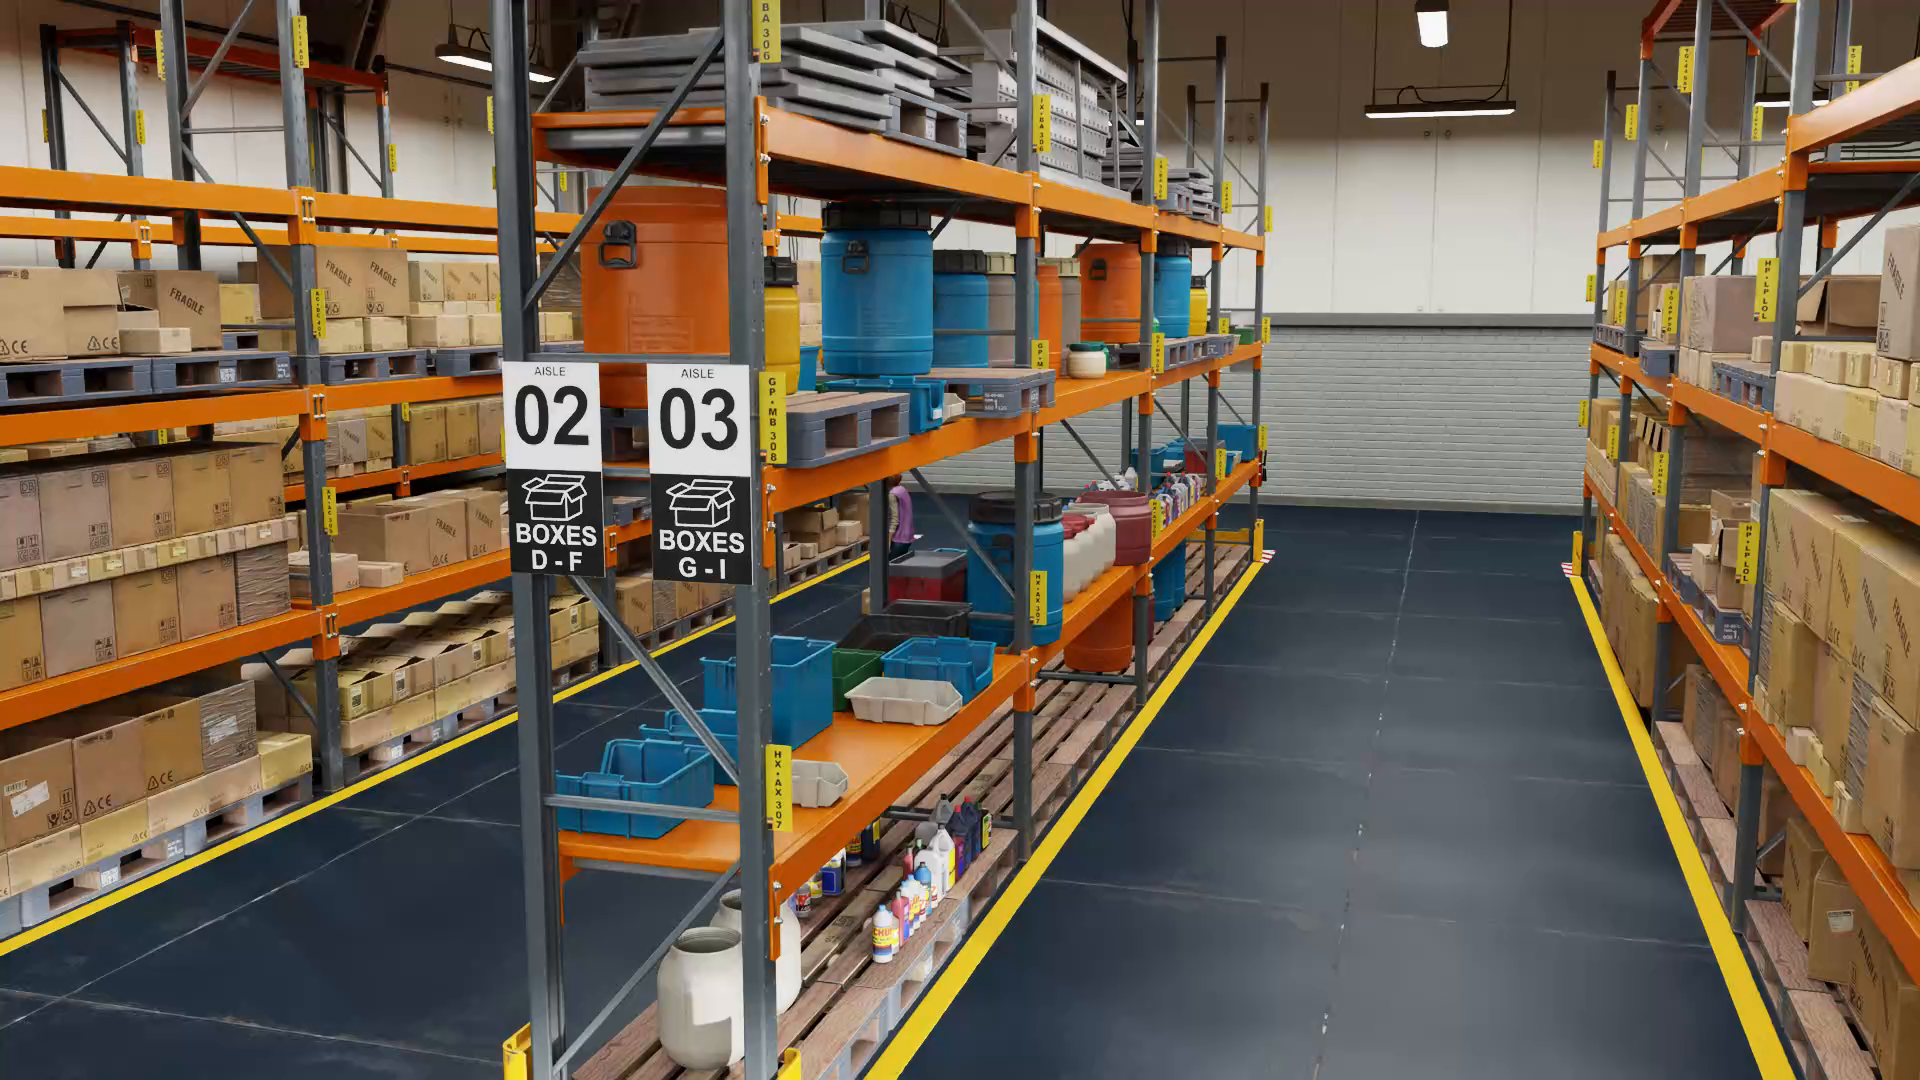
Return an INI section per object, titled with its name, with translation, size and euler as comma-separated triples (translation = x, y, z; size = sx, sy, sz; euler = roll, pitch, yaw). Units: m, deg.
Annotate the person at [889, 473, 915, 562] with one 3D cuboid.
[person]
translation = -0.670, 0.007, 17.832
size = 0.344, 1.593, 0.462
euler = 3, 9, 16
